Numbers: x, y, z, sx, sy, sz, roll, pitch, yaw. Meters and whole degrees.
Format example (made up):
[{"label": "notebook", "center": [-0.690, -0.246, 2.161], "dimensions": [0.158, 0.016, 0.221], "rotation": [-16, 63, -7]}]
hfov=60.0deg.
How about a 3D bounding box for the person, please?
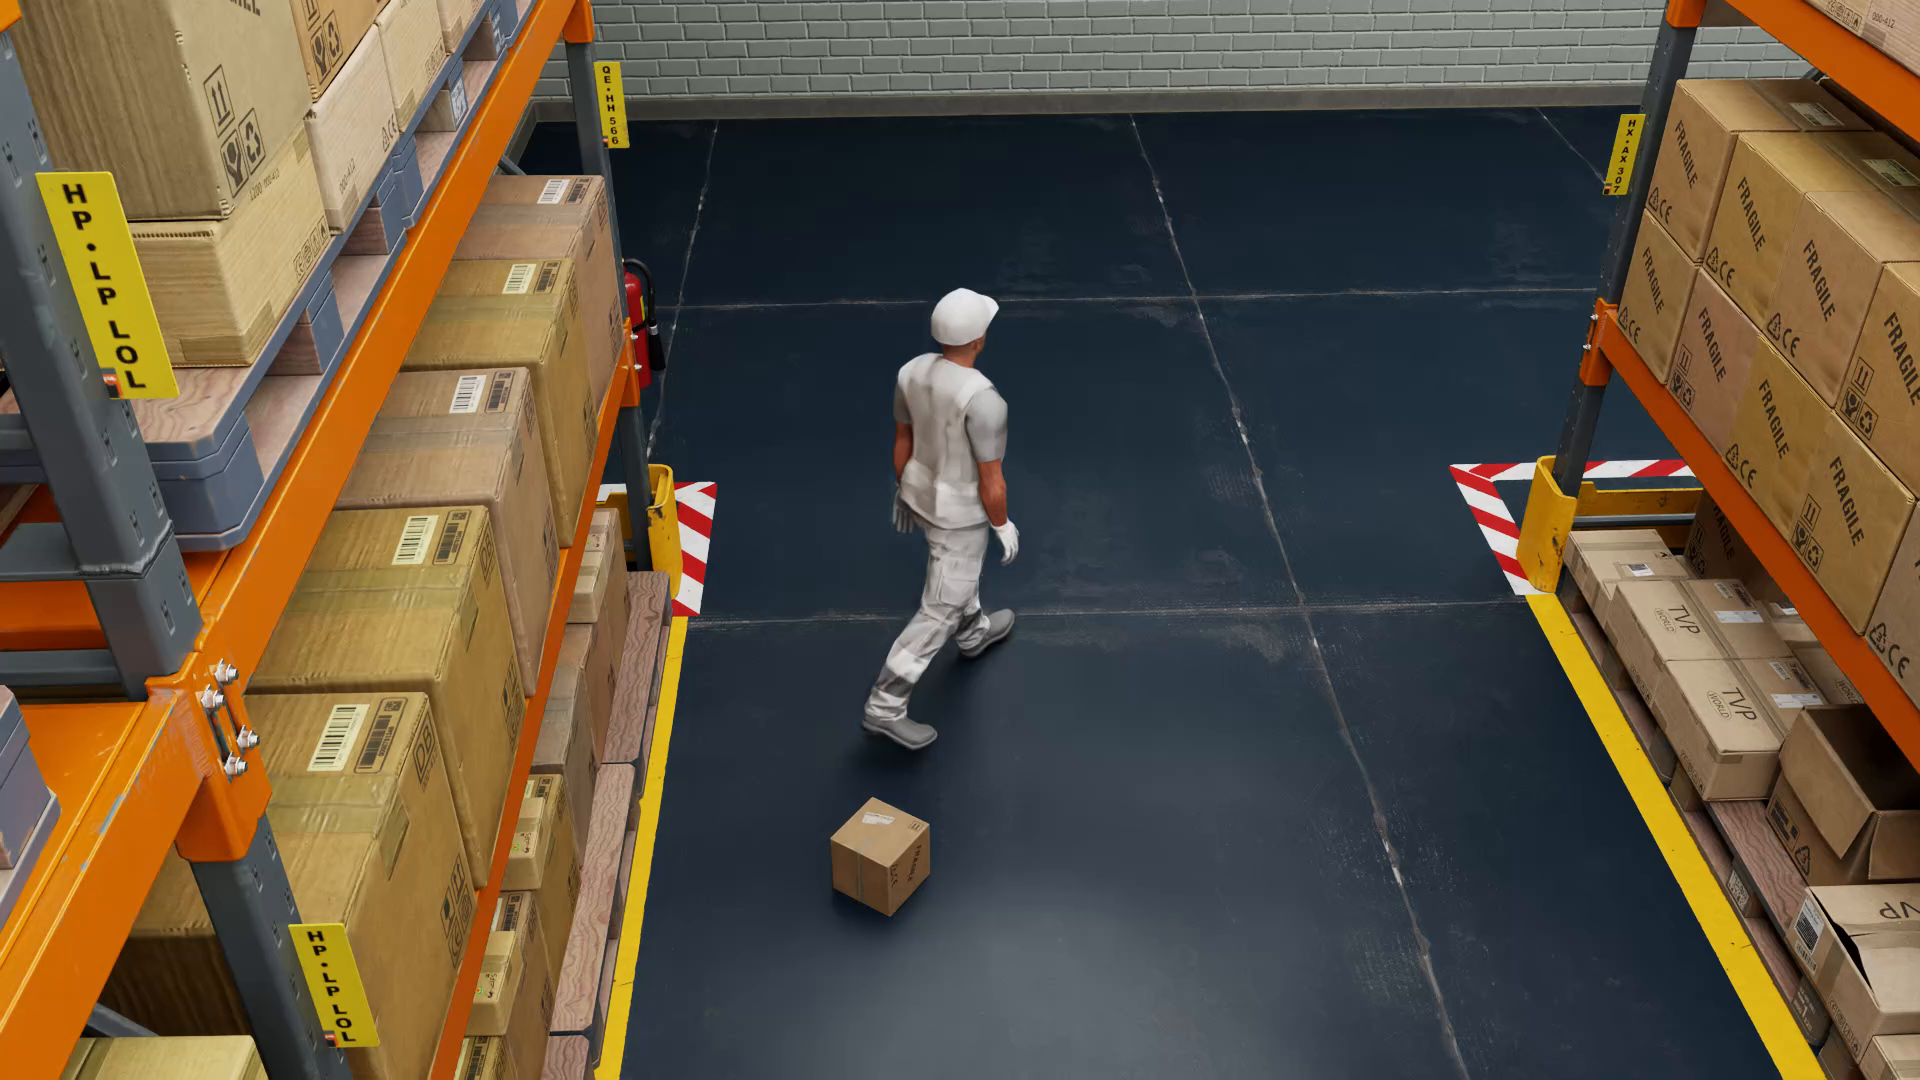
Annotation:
[{"label": "person", "center": [-0.050, -0.097, 6.269], "dimensions": [0.962, 1.771, 0.582], "rotation": [-22, 41, -29]}]
